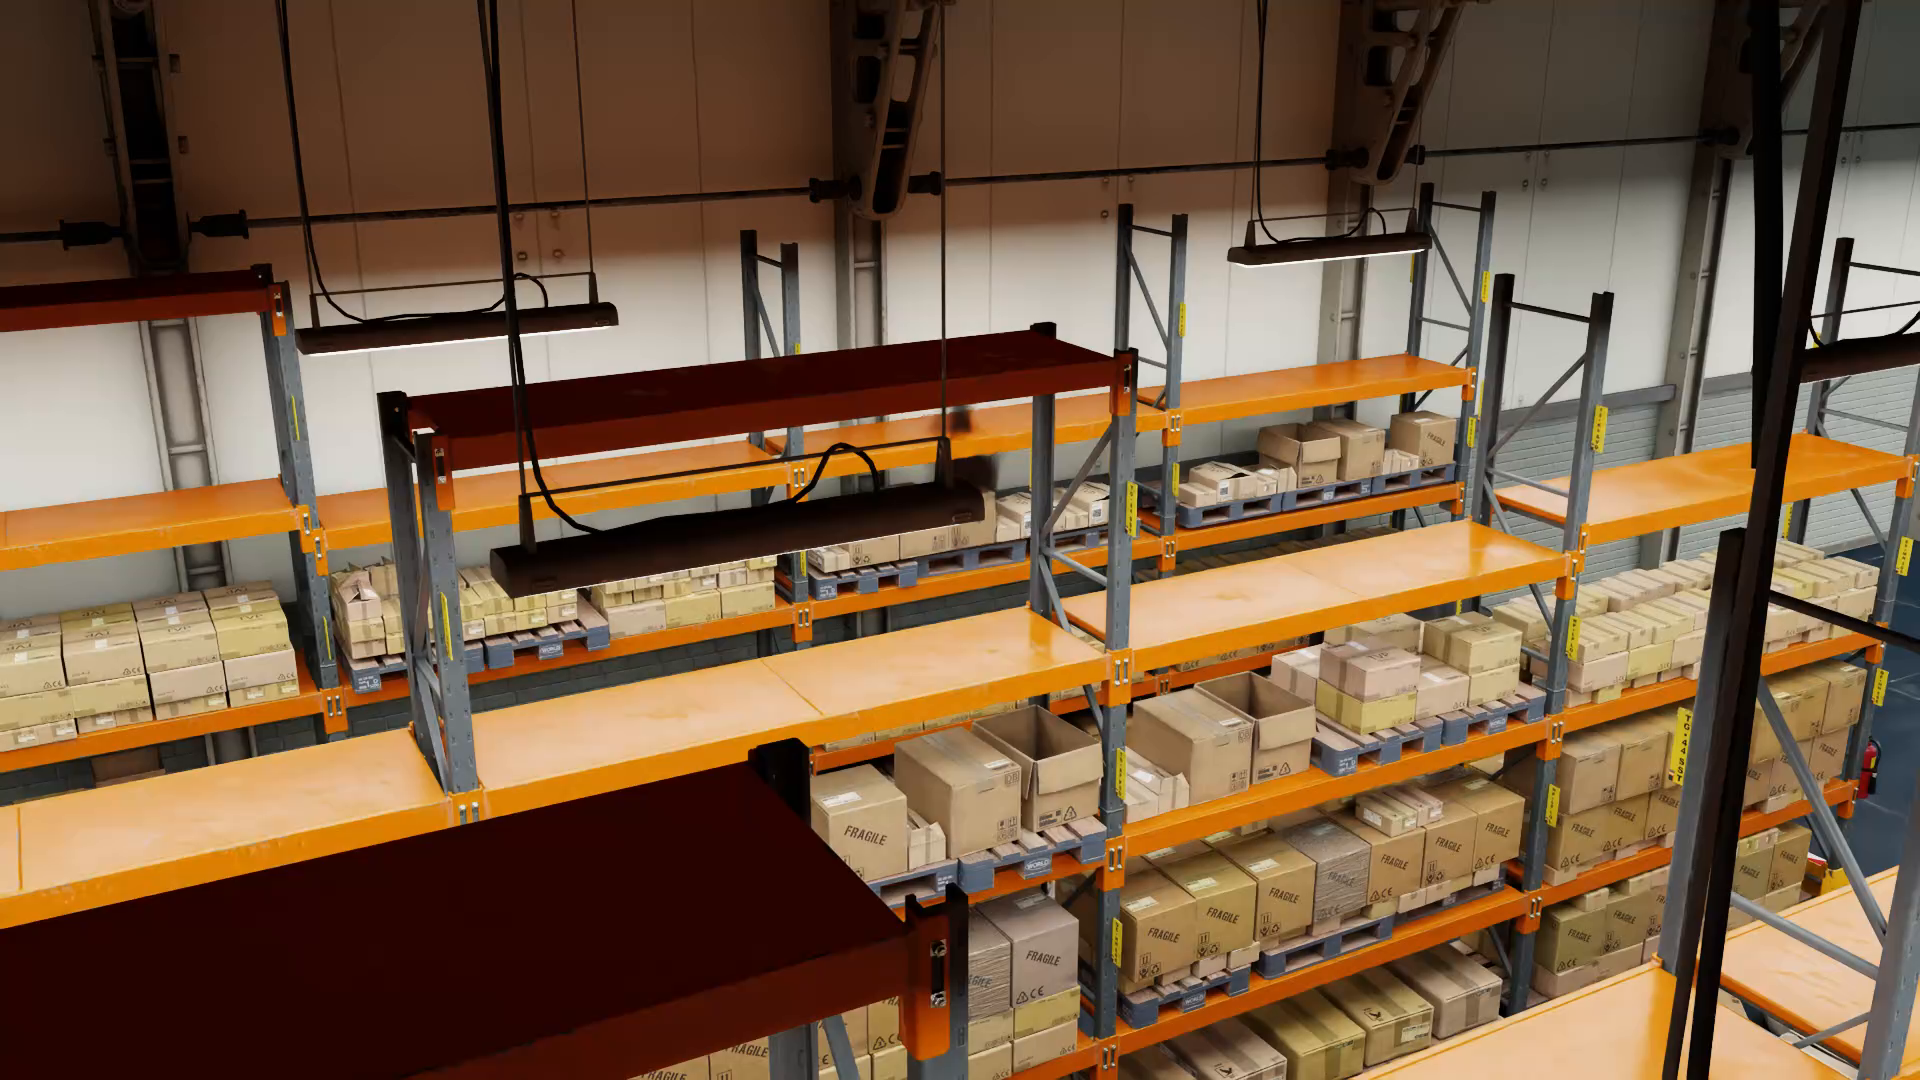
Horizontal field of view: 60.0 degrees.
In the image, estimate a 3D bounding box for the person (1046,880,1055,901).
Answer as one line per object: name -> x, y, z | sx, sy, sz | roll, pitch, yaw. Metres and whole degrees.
person -> 0.528, 3.037, 13.578 | 0.870, 1.666, 0.632 | -11, 21, -30
